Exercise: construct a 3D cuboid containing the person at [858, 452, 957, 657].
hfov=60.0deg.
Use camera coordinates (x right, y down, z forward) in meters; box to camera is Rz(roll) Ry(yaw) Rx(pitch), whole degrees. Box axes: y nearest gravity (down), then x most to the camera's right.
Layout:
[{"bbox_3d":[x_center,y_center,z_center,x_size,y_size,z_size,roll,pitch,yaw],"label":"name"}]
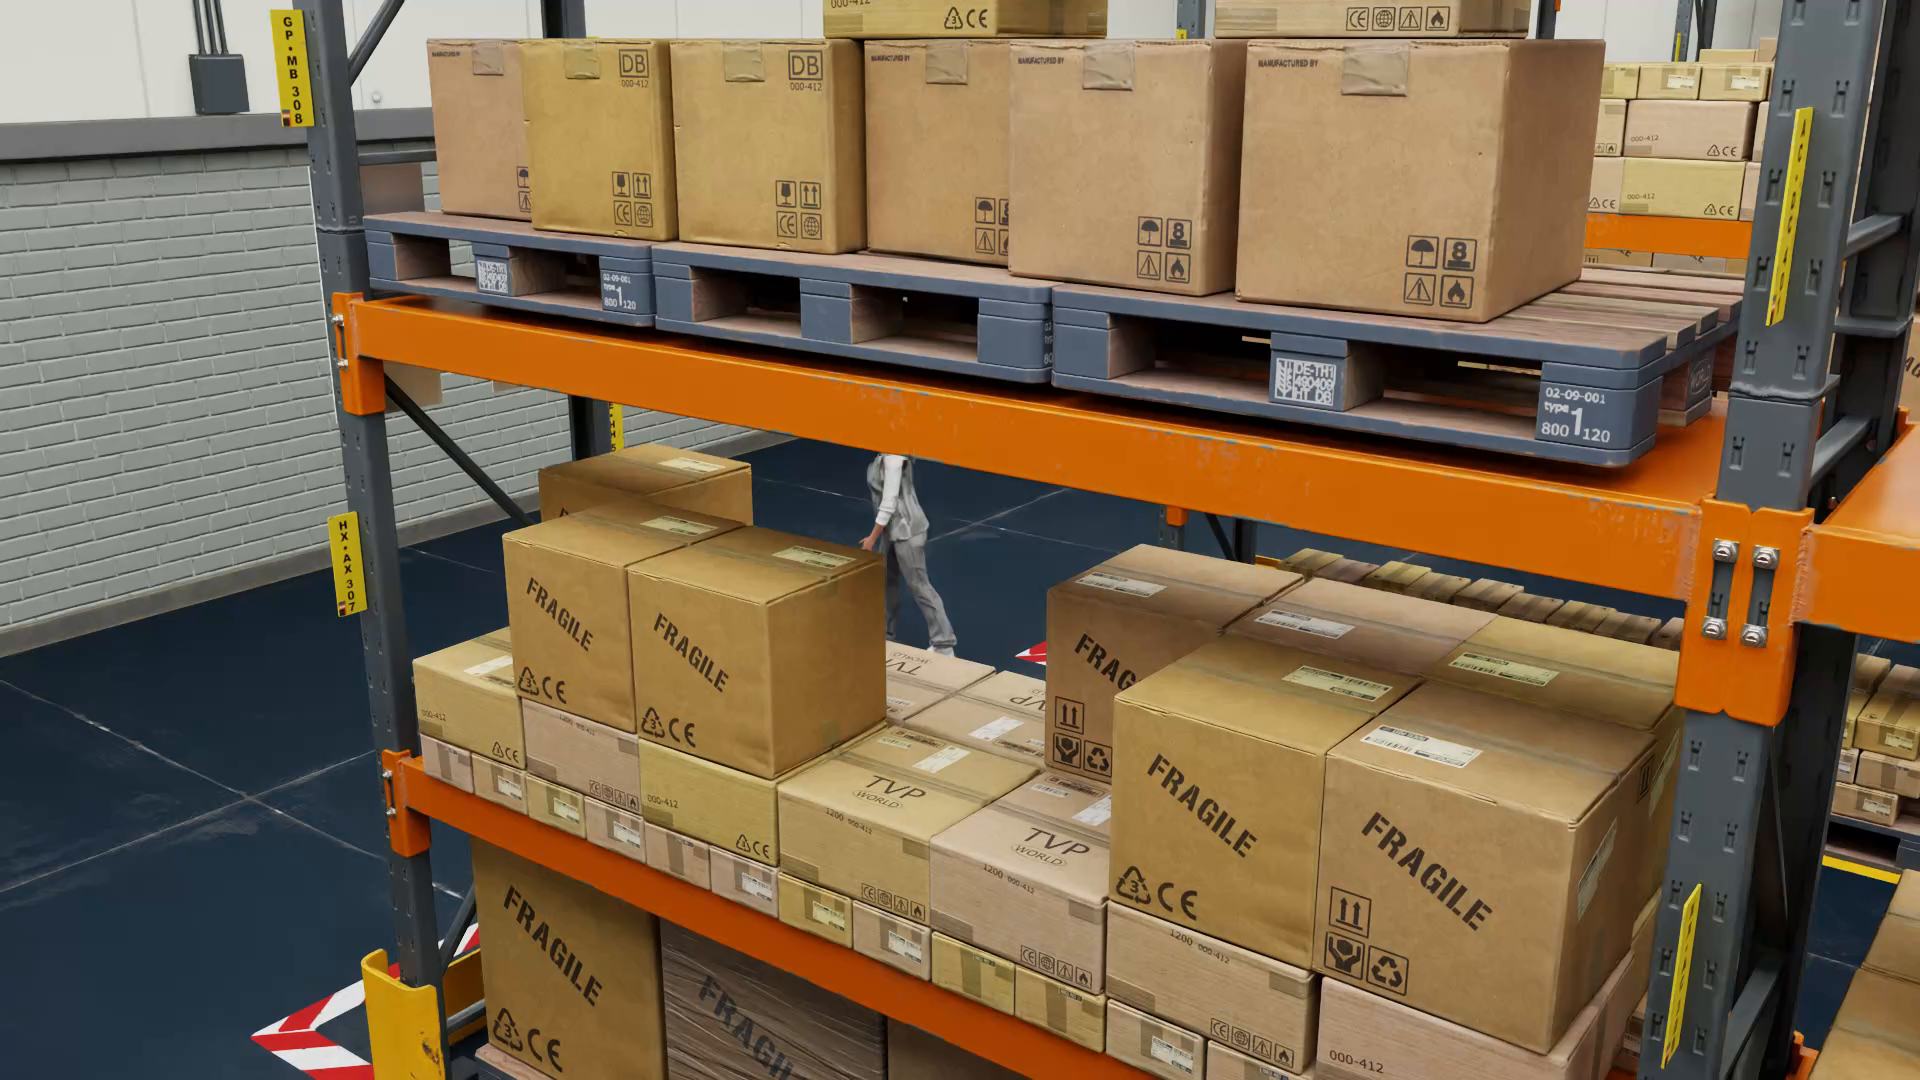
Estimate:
[{"bbox_3d":[-0.346,-0.045,9.686,0.645,1.567,0.458,-2,17,-7],"label":"person"}]
